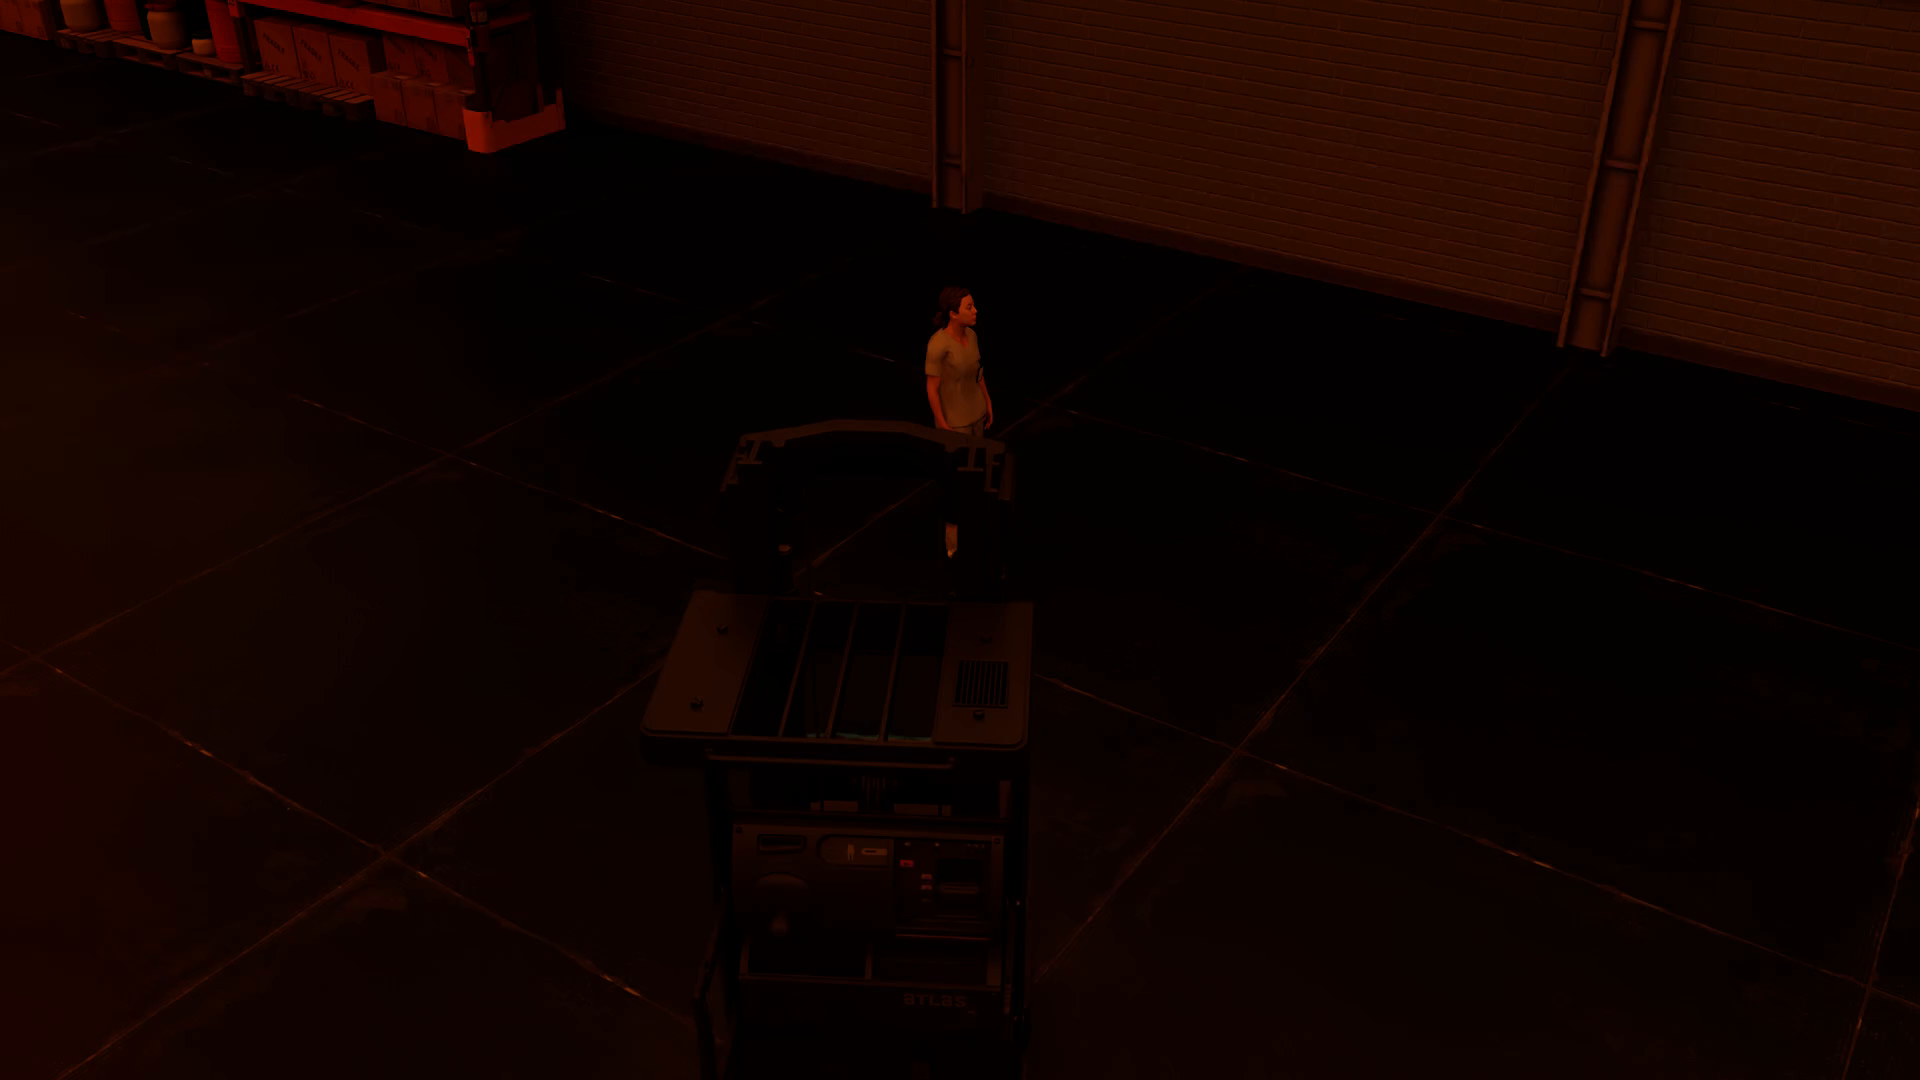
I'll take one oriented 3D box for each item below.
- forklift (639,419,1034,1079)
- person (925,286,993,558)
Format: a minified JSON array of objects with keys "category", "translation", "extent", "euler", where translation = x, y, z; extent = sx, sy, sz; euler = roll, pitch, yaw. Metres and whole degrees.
[{"category":"forklift","translation":[-0.327,1.213,5.492],"extent":[1.130,2.935,3.031],"euler":[2,30,3]},{"category":"person","translation":[0.054,-0.700,10.032],"extent":[0.548,1.664,0.549],"euler":[19,35,29]}]
